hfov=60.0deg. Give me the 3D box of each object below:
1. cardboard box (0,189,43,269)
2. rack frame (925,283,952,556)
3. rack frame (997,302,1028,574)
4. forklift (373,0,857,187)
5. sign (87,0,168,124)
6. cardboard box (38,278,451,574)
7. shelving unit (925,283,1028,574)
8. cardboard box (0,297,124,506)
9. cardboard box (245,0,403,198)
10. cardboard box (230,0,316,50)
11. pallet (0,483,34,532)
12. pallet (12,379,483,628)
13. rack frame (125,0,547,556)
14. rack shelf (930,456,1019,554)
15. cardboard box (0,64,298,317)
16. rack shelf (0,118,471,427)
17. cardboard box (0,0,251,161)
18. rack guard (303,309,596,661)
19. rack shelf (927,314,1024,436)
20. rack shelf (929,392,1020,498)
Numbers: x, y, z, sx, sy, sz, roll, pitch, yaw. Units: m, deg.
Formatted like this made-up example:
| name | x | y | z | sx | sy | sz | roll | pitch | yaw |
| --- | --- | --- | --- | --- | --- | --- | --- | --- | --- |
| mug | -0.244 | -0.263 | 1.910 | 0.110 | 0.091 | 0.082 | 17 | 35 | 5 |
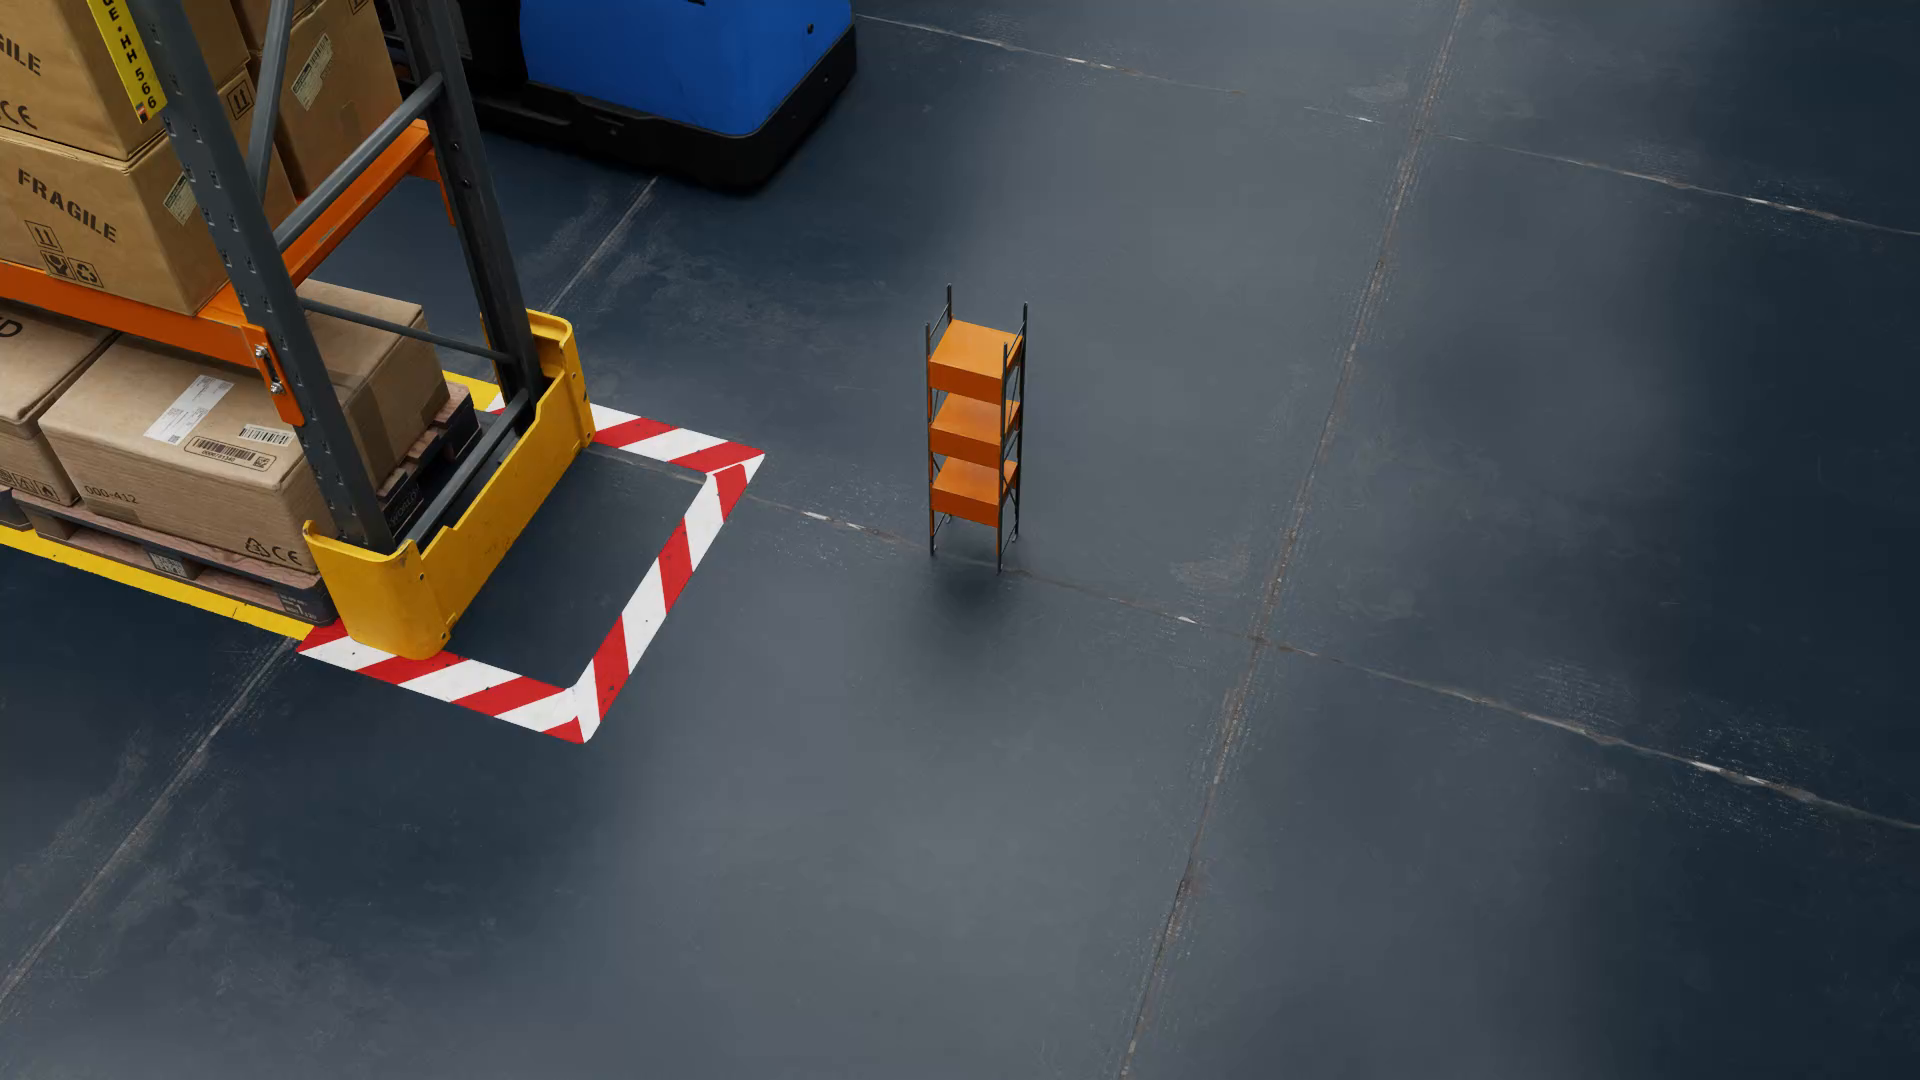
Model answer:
| name | x | y | z | sx | sy | sz | roll | pitch | yaw |
| --- | --- | --- | --- | --- | --- | --- | --- | --- | --- |
| cardboard box | -2.711 | -1.155 | 4.700 | 0.500 | 0.500 | 0.500 | 15 | 51 | 12 |
| rack frame | -0.064 | -0.362 | 5.369 | 0.008 | 1.050 | 0.200 | 16 | 51 | 13 |
| rack frame | 0.165 | -0.298 | 5.313 | 0.008 | 1.050 | 0.200 | 16 | 51 | 13 |
| forklift | -2.026 | -3.192 | 6.577 | 3.031 | 2.935 | 1.130 | 19 | 52 | 15 |
| sign | -1.902 | -1.117 | 3.810 | 0.005 | 0.325 | 0.100 | 16 | 51 | 13 |
| cardboard box | -2.355 | -0.441 | 5.565 | 0.875 | 0.438 | 0.875 | 14 | 51 | 12 |
| shelving unit | 0.050 | -0.330 | 5.341 | 0.252 | 1.050 | 0.215 | 16 | 51 | 13 |
| cardboard box | -3.216 | -0.675 | 5.768 | 0.875 | 0.438 | 0.875 | 17 | 51 | 14 |
| cardboard box | -2.052 | -1.403 | 4.915 | 0.500 | 0.500 | 0.500 | 15 | 51 | 13 |
| cardboard box | -2.053 | -1.729 | 4.536 | 0.500 | 0.500 | 0.500 | 15 | 51 | 12 |
| pallet | -3.619 | -0.602 | 6.132 | 1.213 | 0.211 | 1.003 | 16 | 51 | 13 |
| pallet | -2.478 | -0.282 | 5.854 | 1.213 | 0.211 | 1.003 | 16 | 51 | 13 |
| rack frame | -1.701 | -1.041 | 4.667 | 0.127 | 3.000 | 1.000 | 16 | 51 | 13 |
| rack shelf | 0.050 | -0.141 | 5.559 | 0.240 | 0.259 | 0.215 | 16 | 51 | 13 |
| cardboard box | -2.245 | -1.012 | 4.576 | 0.500 | 0.500 | 0.500 | 16 | 51 | 13 |
| rack shelf | -3.577 | -1.329 | 5.393 | 4.000 | 0.370 | 1.077 | 16 | 51 | 13 |
| cardboard box | -2.236 | -1.359 | 4.215 | 0.500 | 0.500 | 0.500 | 17 | 51 | 14 |
| rack guard | -1.679 | -0.216 | 5.606 | 0.348 | 0.500 | 1.175 | 16 | 51 | 13 |
| rack shelf | 0.050 | -0.509 | 5.135 | 0.240 | 0.259 | 0.215 | 16 | 51 | 13 |
| rack shelf | 0.050 | -0.323 | 5.349 | 0.240 | 0.259 | 0.215 | 16 | 51 | 13 |
